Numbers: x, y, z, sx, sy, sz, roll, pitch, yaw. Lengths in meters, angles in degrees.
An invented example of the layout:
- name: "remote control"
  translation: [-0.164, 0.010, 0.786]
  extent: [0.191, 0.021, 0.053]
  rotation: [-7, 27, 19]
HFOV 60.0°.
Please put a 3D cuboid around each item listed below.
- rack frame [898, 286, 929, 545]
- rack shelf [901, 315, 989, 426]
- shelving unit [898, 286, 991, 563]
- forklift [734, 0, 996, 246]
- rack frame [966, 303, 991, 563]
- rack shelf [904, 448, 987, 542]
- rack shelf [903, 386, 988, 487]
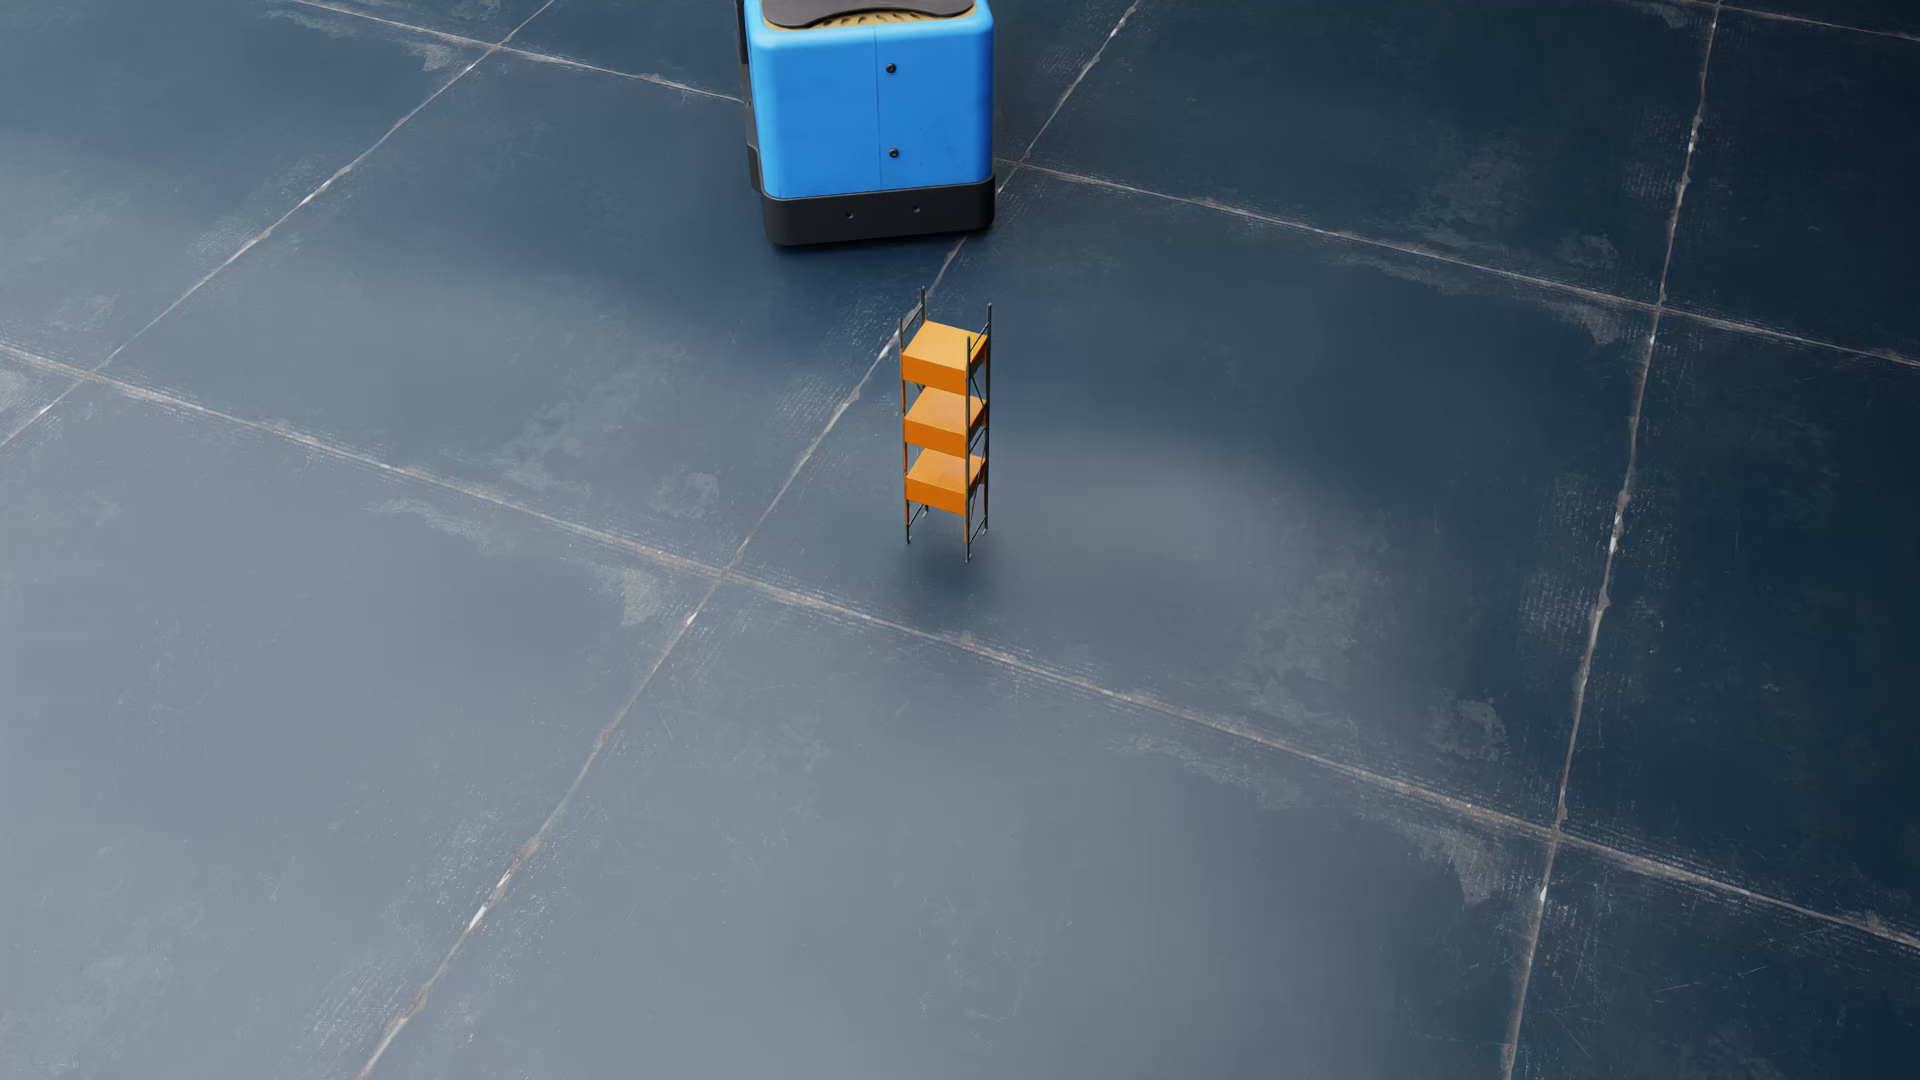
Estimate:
- name: "rack frame"
  translation: [-0.162, -0.420, 5.928]
  extent: [0.008, 1.050, 0.200]
  rotation: [16, 47, 16]
- name: "rack shelf"
  translation: [-0.049, -0.580, 5.702]
  extent: [0.240, 0.259, 0.215]
  rotation: [16, 47, 16]
- name: "shelving unit"
  translation: [-0.049, -0.387, 5.894]
  extent: [0.252, 1.050, 0.215]
  rotation: [16, 47, 16]
- name: "forklift"
  translation: [-0.576, -3.412, 7.602]
  extent: [1.130, 2.935, 3.031]
  rotation: [-6, 45, -6]
- name: "rack frame"
  translation: [0.063, -0.354, 5.861]
  extent: [0.008, 1.050, 0.200]
  rotation: [16, 47, 16]
- name: "rack shelf"
  translation: [-0.049, -0.182, 6.098]
  extent: [0.240, 0.259, 0.215]
  rotation: [16, 47, 16]
- name: "rack shelf"
  translation: [-0.049, -0.379, 5.902]
  extent: [0.240, 0.259, 0.215]
  rotation: [16, 47, 16]
